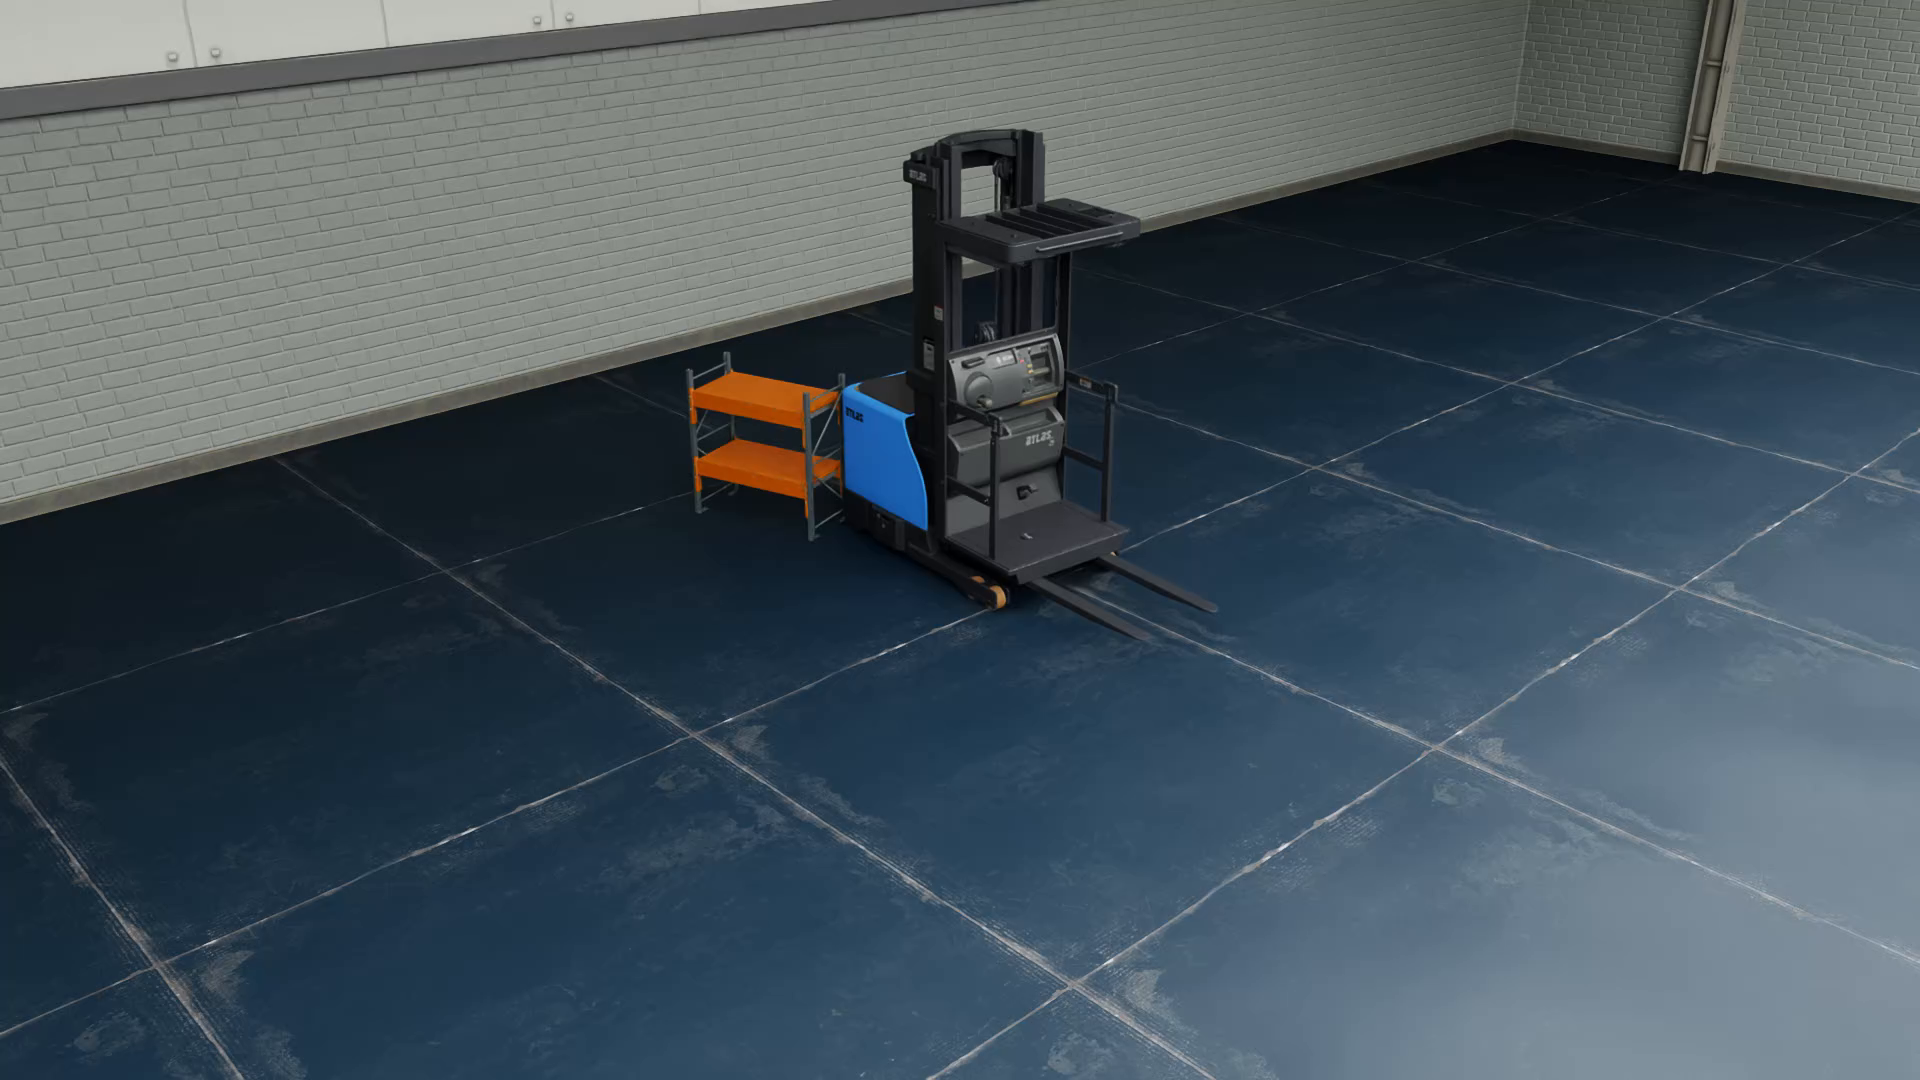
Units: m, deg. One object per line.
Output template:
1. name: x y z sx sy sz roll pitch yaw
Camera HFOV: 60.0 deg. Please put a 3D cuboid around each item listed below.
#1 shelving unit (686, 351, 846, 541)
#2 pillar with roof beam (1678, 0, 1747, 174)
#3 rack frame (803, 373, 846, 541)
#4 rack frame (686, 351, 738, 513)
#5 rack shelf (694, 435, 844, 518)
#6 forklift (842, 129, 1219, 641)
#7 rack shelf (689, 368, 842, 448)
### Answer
1. shelving unit: -1.407 -0.702 12.226 1.048 1.125 0.538 13 28 26
2. pillar with roof beam: 7.272 -8.098 18.956 9.100 9.000 0.400 -21 32 -38
3. rack frame: -0.963 -0.598 12.002 0.032 1.125 0.500 13 28 26
4. rack frame: -1.852 -0.805 12.450 0.032 1.125 0.500 13 28 26
5. rack shelf: -1.408 -0.479 12.328 1.000 0.278 0.538 13 28 26
6. forklift: 0.448 -1.097 10.919 1.130 2.935 3.031 -18 30 -34
7. rack shelf: -1.407 -0.968 12.104 1.000 0.278 0.538 13 28 26
